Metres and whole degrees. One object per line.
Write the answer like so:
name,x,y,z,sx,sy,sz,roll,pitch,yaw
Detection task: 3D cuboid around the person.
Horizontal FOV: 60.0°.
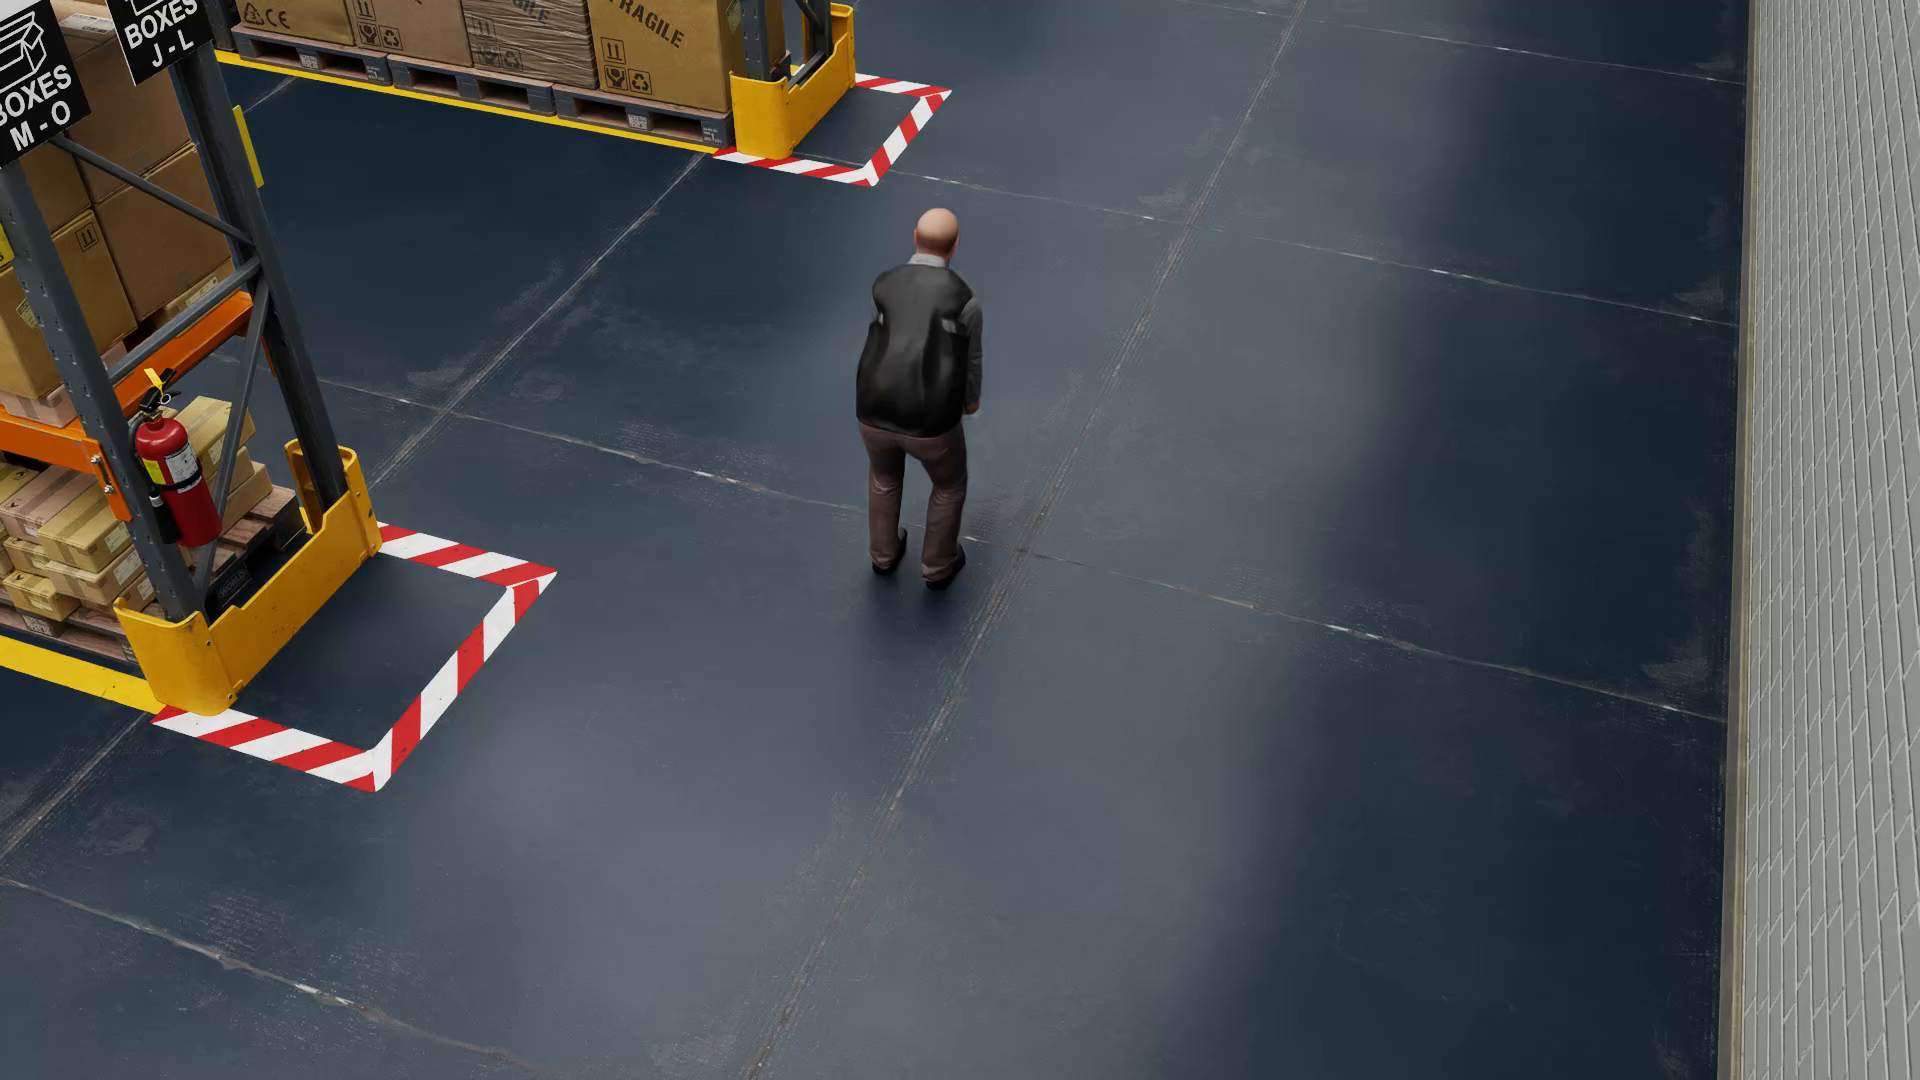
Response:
person,-0.163,-0.559,6.930,0.472,1.575,0.700,13,43,14
